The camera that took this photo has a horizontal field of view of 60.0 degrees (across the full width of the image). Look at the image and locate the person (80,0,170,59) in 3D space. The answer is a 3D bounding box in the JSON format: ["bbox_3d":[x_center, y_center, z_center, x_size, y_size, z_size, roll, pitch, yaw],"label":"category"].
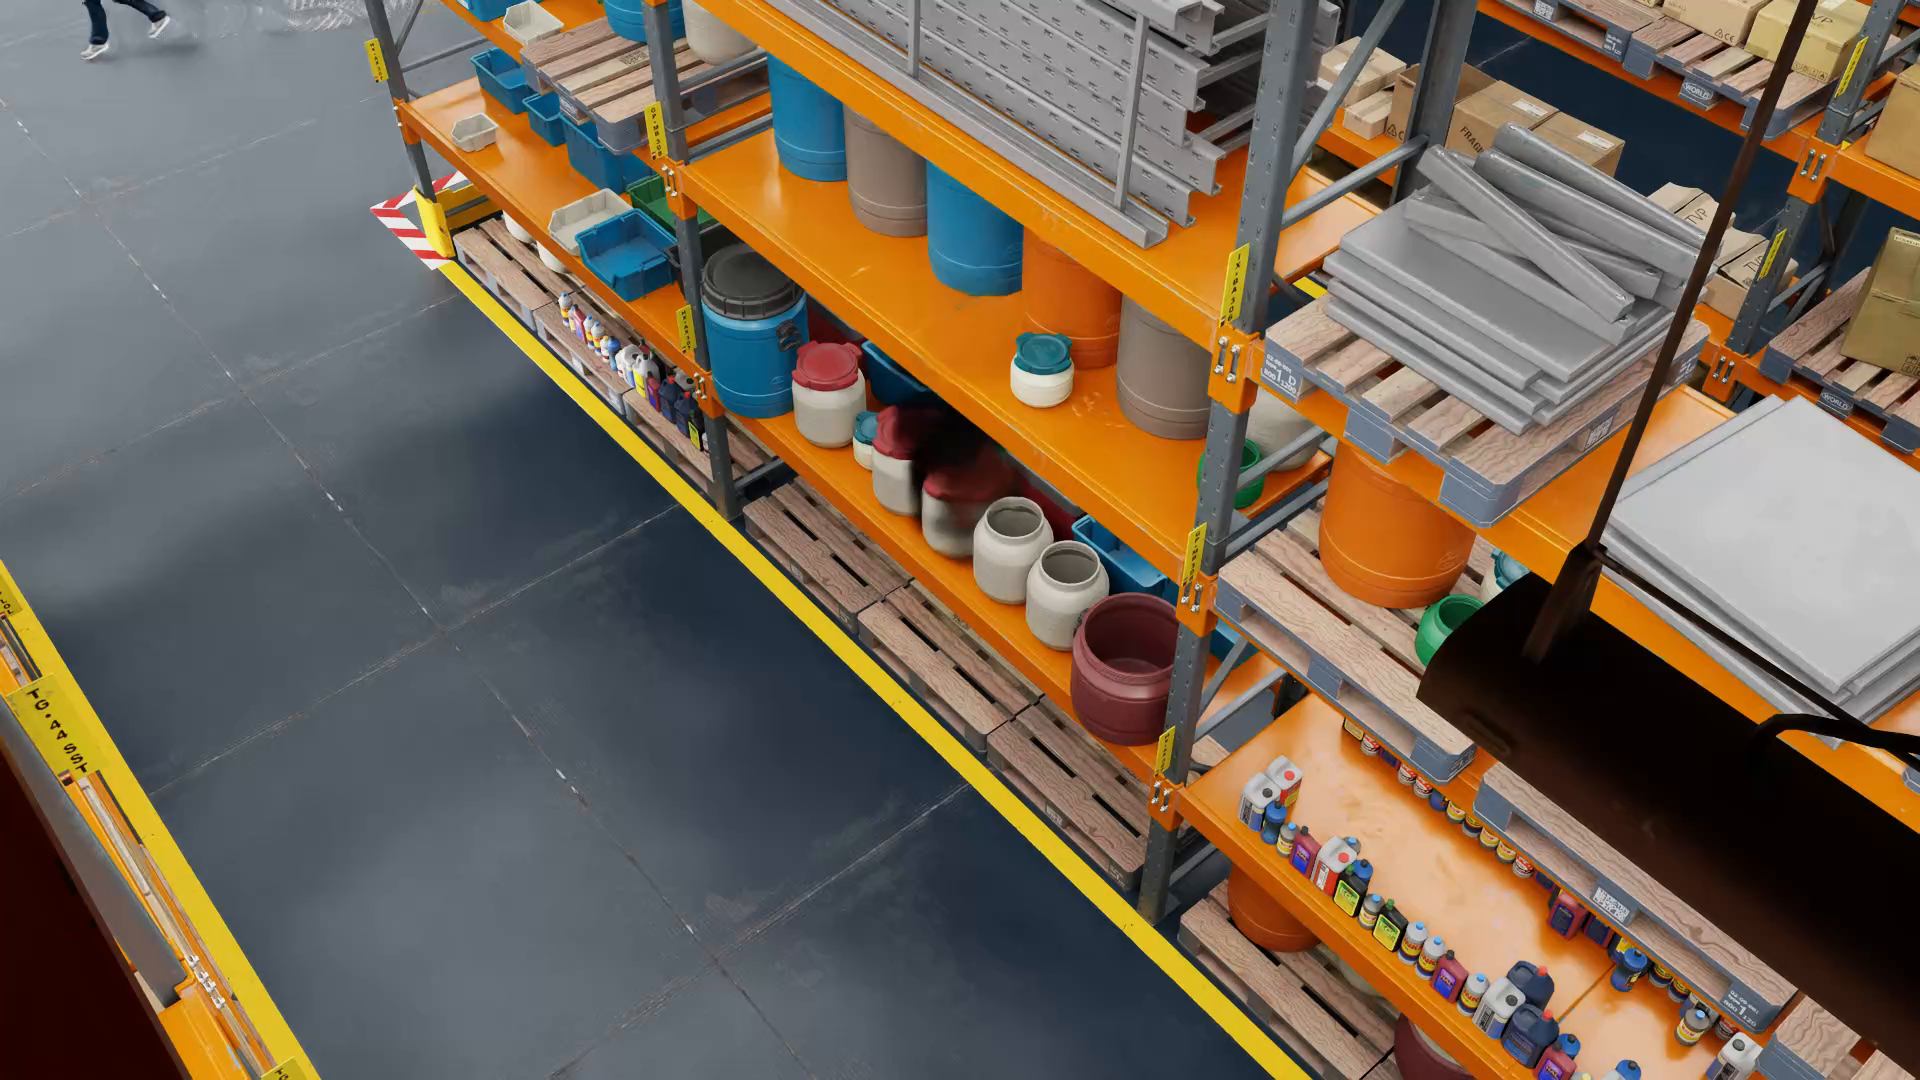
[{"bbox_3d":[-7.602,-5.065,14.652,0.838,1.607,0.531,-13,48,-12],"label":"person"}]
